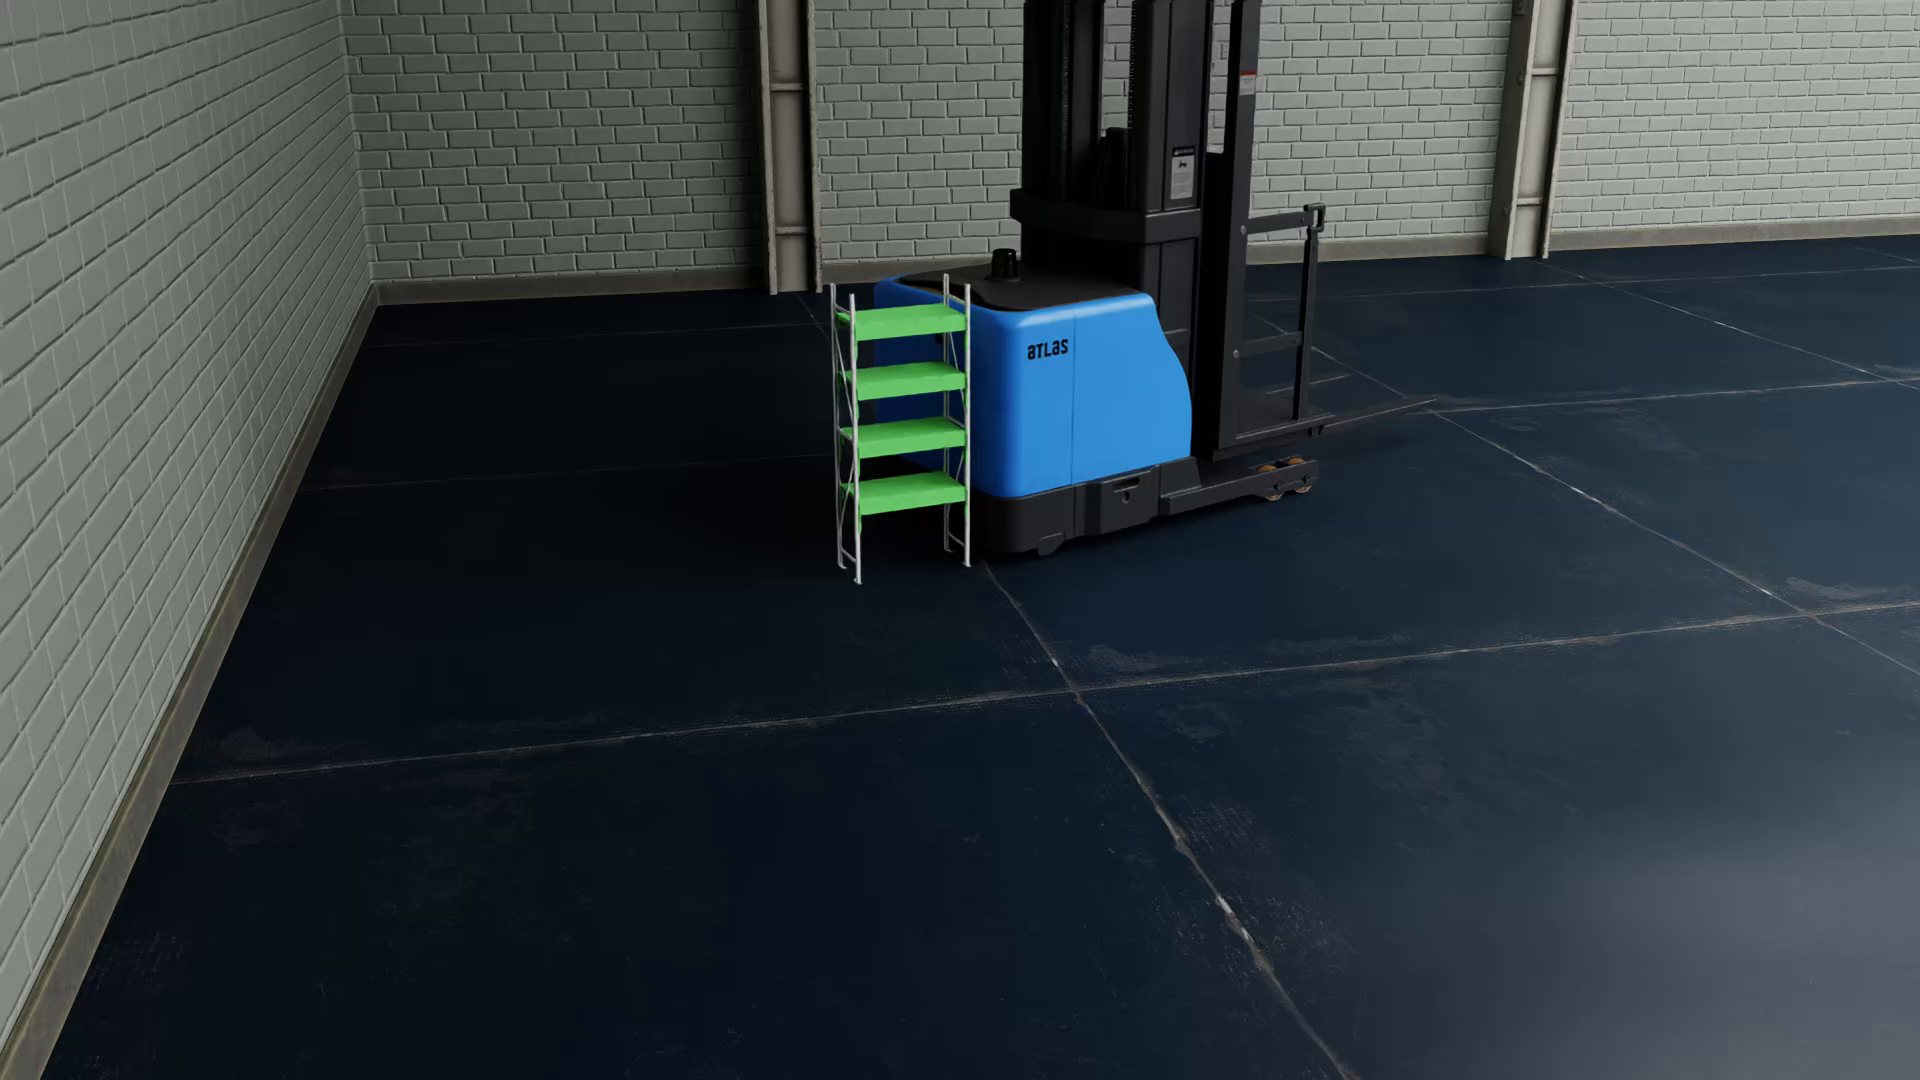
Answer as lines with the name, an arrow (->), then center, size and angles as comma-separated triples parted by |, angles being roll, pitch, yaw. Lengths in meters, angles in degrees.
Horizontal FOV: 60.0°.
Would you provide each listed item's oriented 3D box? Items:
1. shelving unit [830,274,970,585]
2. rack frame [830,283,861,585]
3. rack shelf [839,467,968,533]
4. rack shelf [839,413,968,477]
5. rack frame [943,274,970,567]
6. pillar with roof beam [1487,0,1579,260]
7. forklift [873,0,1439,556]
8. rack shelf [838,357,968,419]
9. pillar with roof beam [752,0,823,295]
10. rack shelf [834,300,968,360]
shelving unit -> -0.238, -0.453, 6.807 | 0.503, 1.200, 0.258 | -9, 22, -22
rack frame -> -0.462, -0.419, 6.715 | 0.015, 1.200, 0.240 | -9, 22, -22
rack shelf -> -0.238, -0.168, 6.912 | 0.480, 0.148, 0.258 | -9, 22, -22
rack shelf -> -0.238, -0.393, 6.829 | 0.480, 0.148, 0.258 | -9, 22, -22
rack frame -> -0.015, -0.487, 6.899 | 0.015, 1.200, 0.240 | -9, 22, -22
pillar with roof beam -> 5.584, -5.132, 8.243 | 0.400, 9.000, 9.100 | -5, 21, -12
forklift -> 1.090, -1.691, 7.670 | 3.031, 2.935, 1.130 | -14, 24, -34
rack shelf -> -0.238, -0.618, 6.747 | 0.480, 0.148, 0.258 | -9, 22, -22
pillar with roof beam -> -0.255, -4.657, 6.946 | 0.400, 9.000, 9.100 | -5, 21, -12
rack shelf -> -0.238, -0.844, 6.664 | 0.480, 0.148, 0.258 | -9, 22, -22
